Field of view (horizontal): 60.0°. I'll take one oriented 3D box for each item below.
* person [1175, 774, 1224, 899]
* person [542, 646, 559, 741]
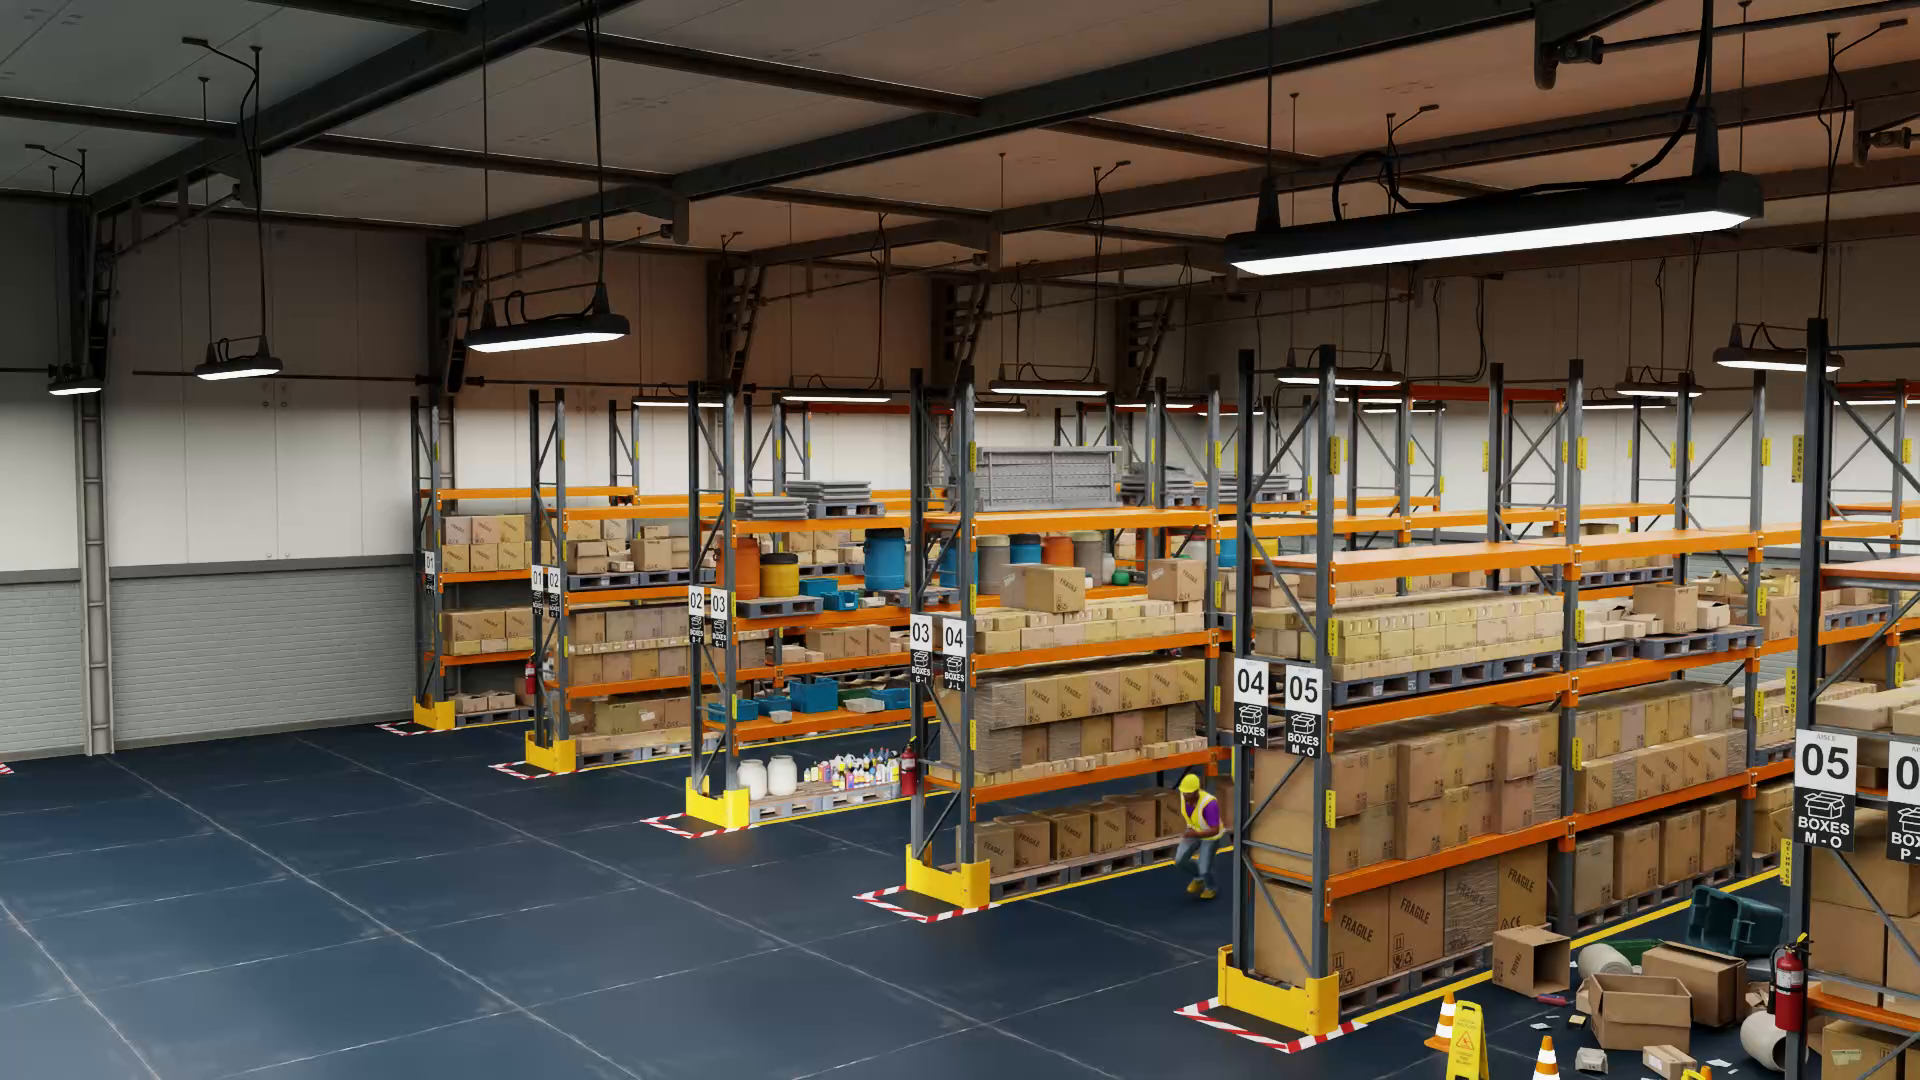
[{"bbox_3d":[2.677,3.298,18.490,0.683,1.517,1.024,3,4,42],"label":"person"},{"bbox_3d":[-7.140,2.640,29.033,0.576,1.664,0.953,1,3,12],"label":"person"}]
